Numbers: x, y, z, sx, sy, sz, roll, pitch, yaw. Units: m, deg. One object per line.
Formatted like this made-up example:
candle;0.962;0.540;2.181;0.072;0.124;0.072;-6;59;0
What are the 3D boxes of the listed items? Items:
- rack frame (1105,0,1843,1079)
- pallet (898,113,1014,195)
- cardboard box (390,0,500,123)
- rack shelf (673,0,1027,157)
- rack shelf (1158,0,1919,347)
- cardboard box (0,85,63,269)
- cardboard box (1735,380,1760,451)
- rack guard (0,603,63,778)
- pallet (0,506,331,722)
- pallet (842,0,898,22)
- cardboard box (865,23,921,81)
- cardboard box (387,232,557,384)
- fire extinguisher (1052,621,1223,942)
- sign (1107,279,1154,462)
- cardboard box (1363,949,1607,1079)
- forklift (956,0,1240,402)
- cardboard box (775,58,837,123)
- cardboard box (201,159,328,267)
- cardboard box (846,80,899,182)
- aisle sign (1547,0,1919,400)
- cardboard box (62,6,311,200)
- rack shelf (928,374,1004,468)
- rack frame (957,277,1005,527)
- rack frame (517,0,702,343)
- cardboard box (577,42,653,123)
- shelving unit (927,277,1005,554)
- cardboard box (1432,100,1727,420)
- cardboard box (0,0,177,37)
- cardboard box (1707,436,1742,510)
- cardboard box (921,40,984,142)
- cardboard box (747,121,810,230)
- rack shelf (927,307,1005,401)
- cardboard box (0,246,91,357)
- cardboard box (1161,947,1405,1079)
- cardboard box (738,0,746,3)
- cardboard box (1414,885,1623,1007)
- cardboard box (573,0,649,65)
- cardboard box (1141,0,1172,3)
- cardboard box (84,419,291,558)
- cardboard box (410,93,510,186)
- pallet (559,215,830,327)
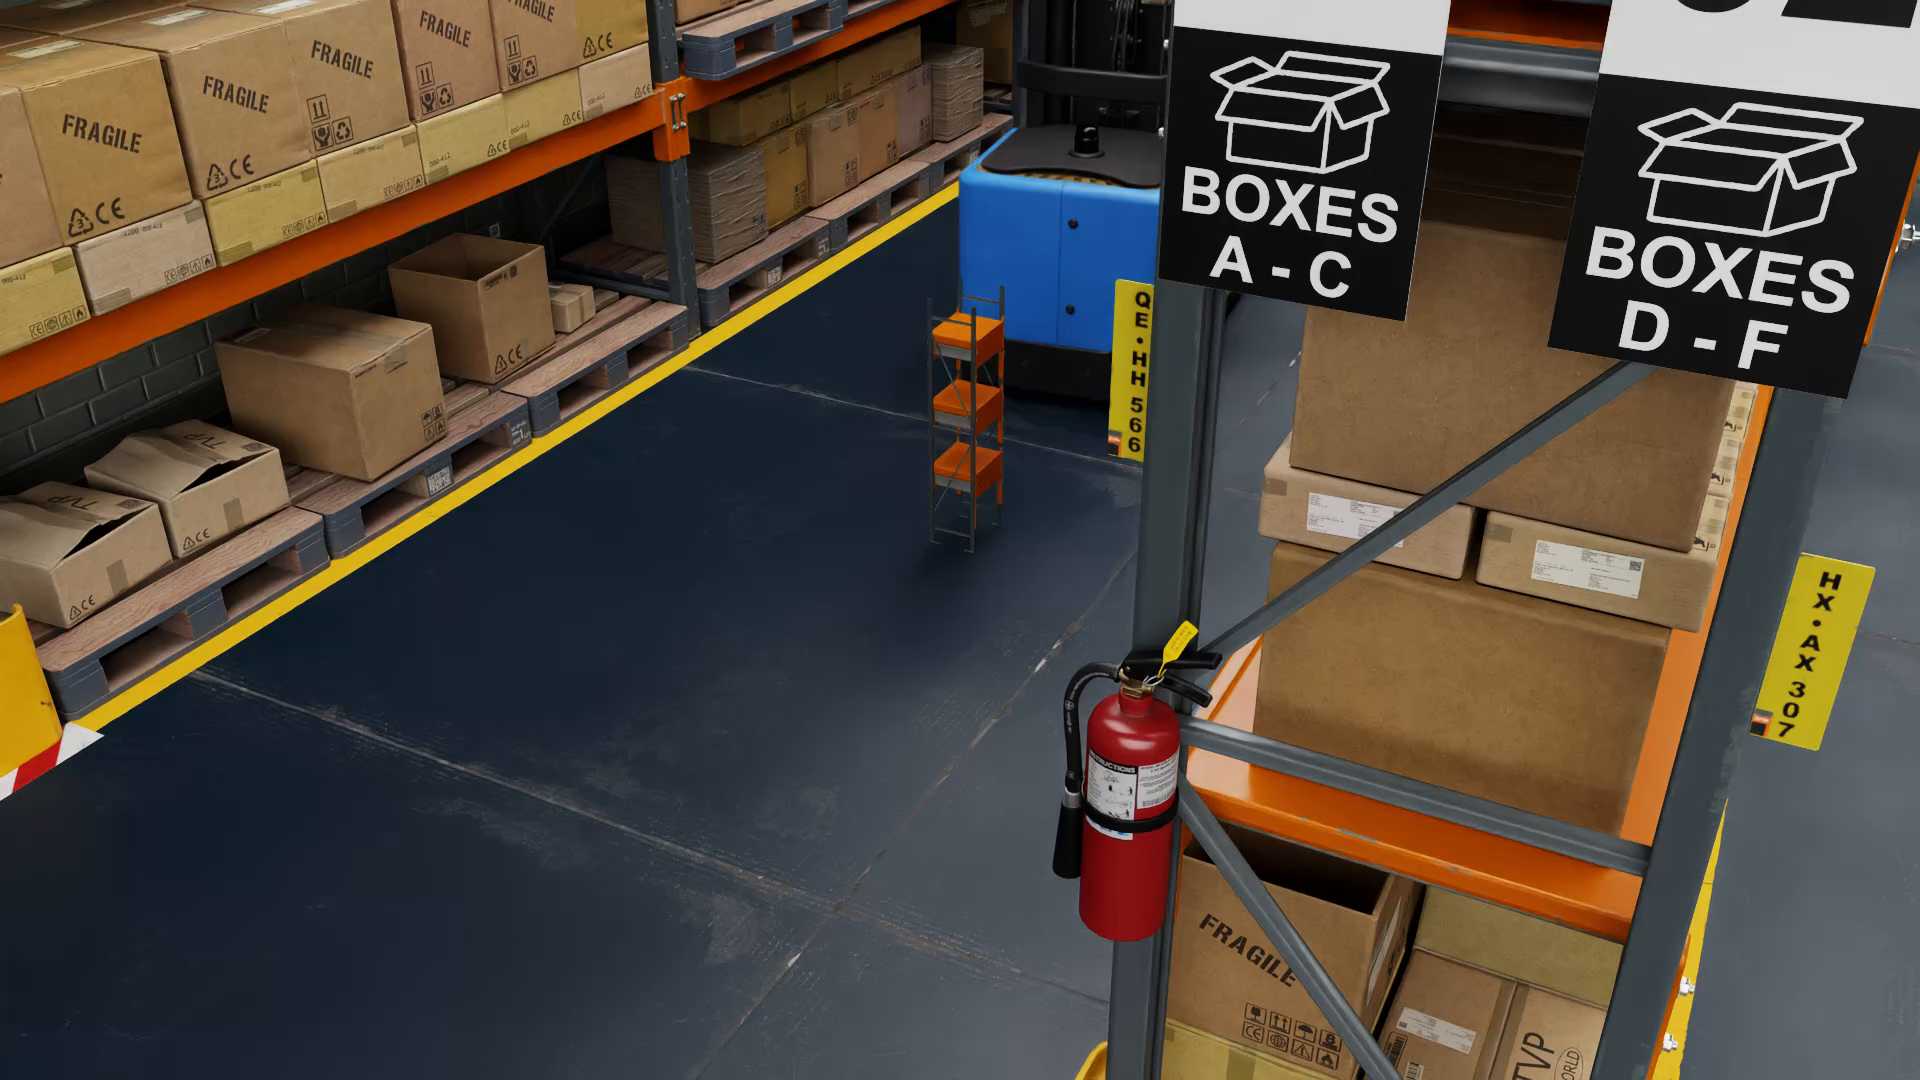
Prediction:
rack frame;0.779;0.451;2.952;0.949;2.616;0.053;14;33;23
pallet;-0.343;-2.661;11.172;1.003;0.211;1.213;14;33;23
cardboard box;-2.209;-1.989;6.579;0.500;0.500;0.500;13;32;22
rack shelf;-0.897;-3.018;9.716;1.077;0.370;4.000;14;33;23
rack shelf;1.693;-1.423;3.927;1.077;0.370;4.000;14;33;23
cardboard box;-3.145;-1.082;5.000;0.500;0.500;0.500;14;33;23
cardboard box;1.502;-0.337;3.573;0.380;0.149;0.250;14;33;23
rack guard;-3.595;0.380;5.586;1.175;0.500;0.348;14;33;23
pallet;-3.194;0.153;6.271;1.003;0.211;1.213;14;33;23
pallet;-0.851;-3.246;9.584;1.003;0.211;1.213;14;33;23
cardboard box;-0.583;-3.079;10.415;0.500;0.250;0.500;15;33;24
cardboard box;-2.245;-1.081;7.688;0.500;0.500;0.500;12;32;20
fire extinguisher;0.314;0.433;3.062;0.296;0.674;0.183;14;33;23
sign;0.305;-0.282;2.828;0.100;0.325;0.005;14;33;23
cardboard box;1.224;1.275;3.857;0.500;0.250;0.500;14;33;23
forklift;0.951;-2.606;8.344;1.130;2.935;3.031;10;31;17
cardboard box;-1.056;-2.633;9.638;0.500;0.250;0.500;13;32;22
cardboard box;-2.664;-1.216;5.986;0.500;0.250;0.500;14;33;23
cardboard box;-0.806;-2.564;10.270;0.700;0.500;0.500;14;33;23
aisle sign;1.024;-0.577;2.131;0.394;0.787;0.004;14;33;23
cardboard box;-2.670;-1.527;5.774;0.500;0.500;0.500;13;32;22
rack shelf;0.024;-0.470;6.535;0.215;0.259;0.240;14;33;23
rack frame;0.080;-0.533;6.624;0.200;1.050;0.008;14;33;23
rack frame;-1.808;-2.443;7.993;1.000;3.000;0.127;14;33;23
cardboard box;-1.754;-2.108;7.540;0.500;0.250;0.500;14;33;23
shelving unit;0.024;-0.479;6.530;0.215;1.050;0.252;14;33;23
cardboard box;1.265;-0.616;3.407;0.700;0.500;0.500;13;32;22
cardboard box;-3.135;-1.647;5.984;0.500;0.500;0.500;13;32;22
cardboard box;1.270;-0.115;3.187;0.380;0.149;0.250;13;32;22
cardboard box;-0.267;-2.992;11.017;0.700;0.500;0.500;15;33;24
cardboard box;-1.296;-2.121;9.499;0.700;0.500;0.500;14;33;22
rack shelf;0.024;-0.716;6.394;0.215;0.259;0.240;14;33;23
cardboard box;-3.125;-0.758;5.188;0.500;0.250;0.500;13;32;22
cardboard box;0.763;1.158;4.061;0.500;0.250;0.500;14;33;23
cardboard box;-1.284;-3.141;8.666;0.700;0.500;0.500;18;34;28
cardboard box;1.450;0.728;4.057;0.500;0.500;0.500;14;33;23
cardboard box;-1.748;-2.432;7.351;0.500;0.500;0.500;14;33;23
cardboard box;1.254;-4.527;13.359;0.750;0.750;0.750;15;33;25
cardboard box;-2.975;-0.234;6.403;0.500;0.311;0.500;17;34;27
cardboard box;-2.203;-1.663;6.764;0.500;0.250;0.500;14;33;23
pallet;-1.454;-1.580;9.289;1.003;0.211;1.213;14;33;23
